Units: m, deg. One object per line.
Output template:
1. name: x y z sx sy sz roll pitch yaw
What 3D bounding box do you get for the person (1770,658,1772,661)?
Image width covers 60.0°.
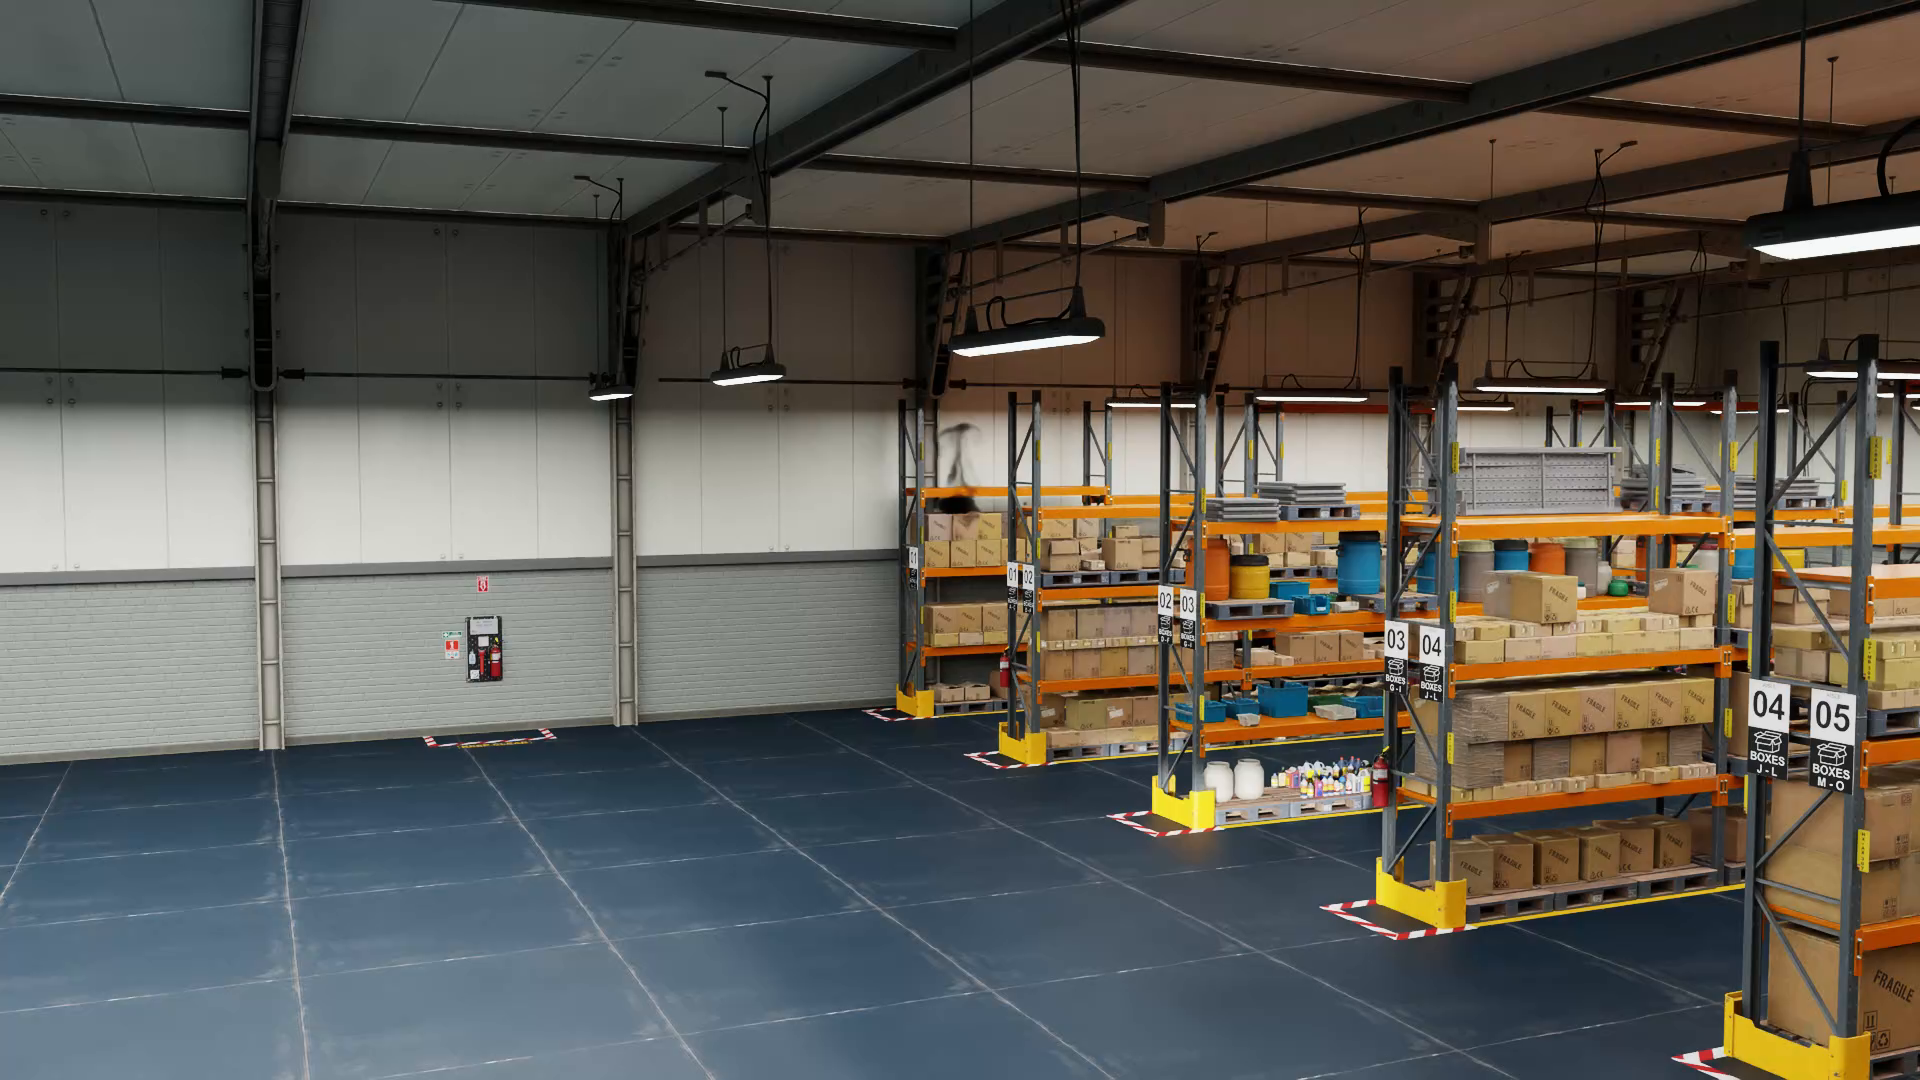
1. person: 14.486 2.649 29.711 0.760 1.577 0.529 -2 4 -32
